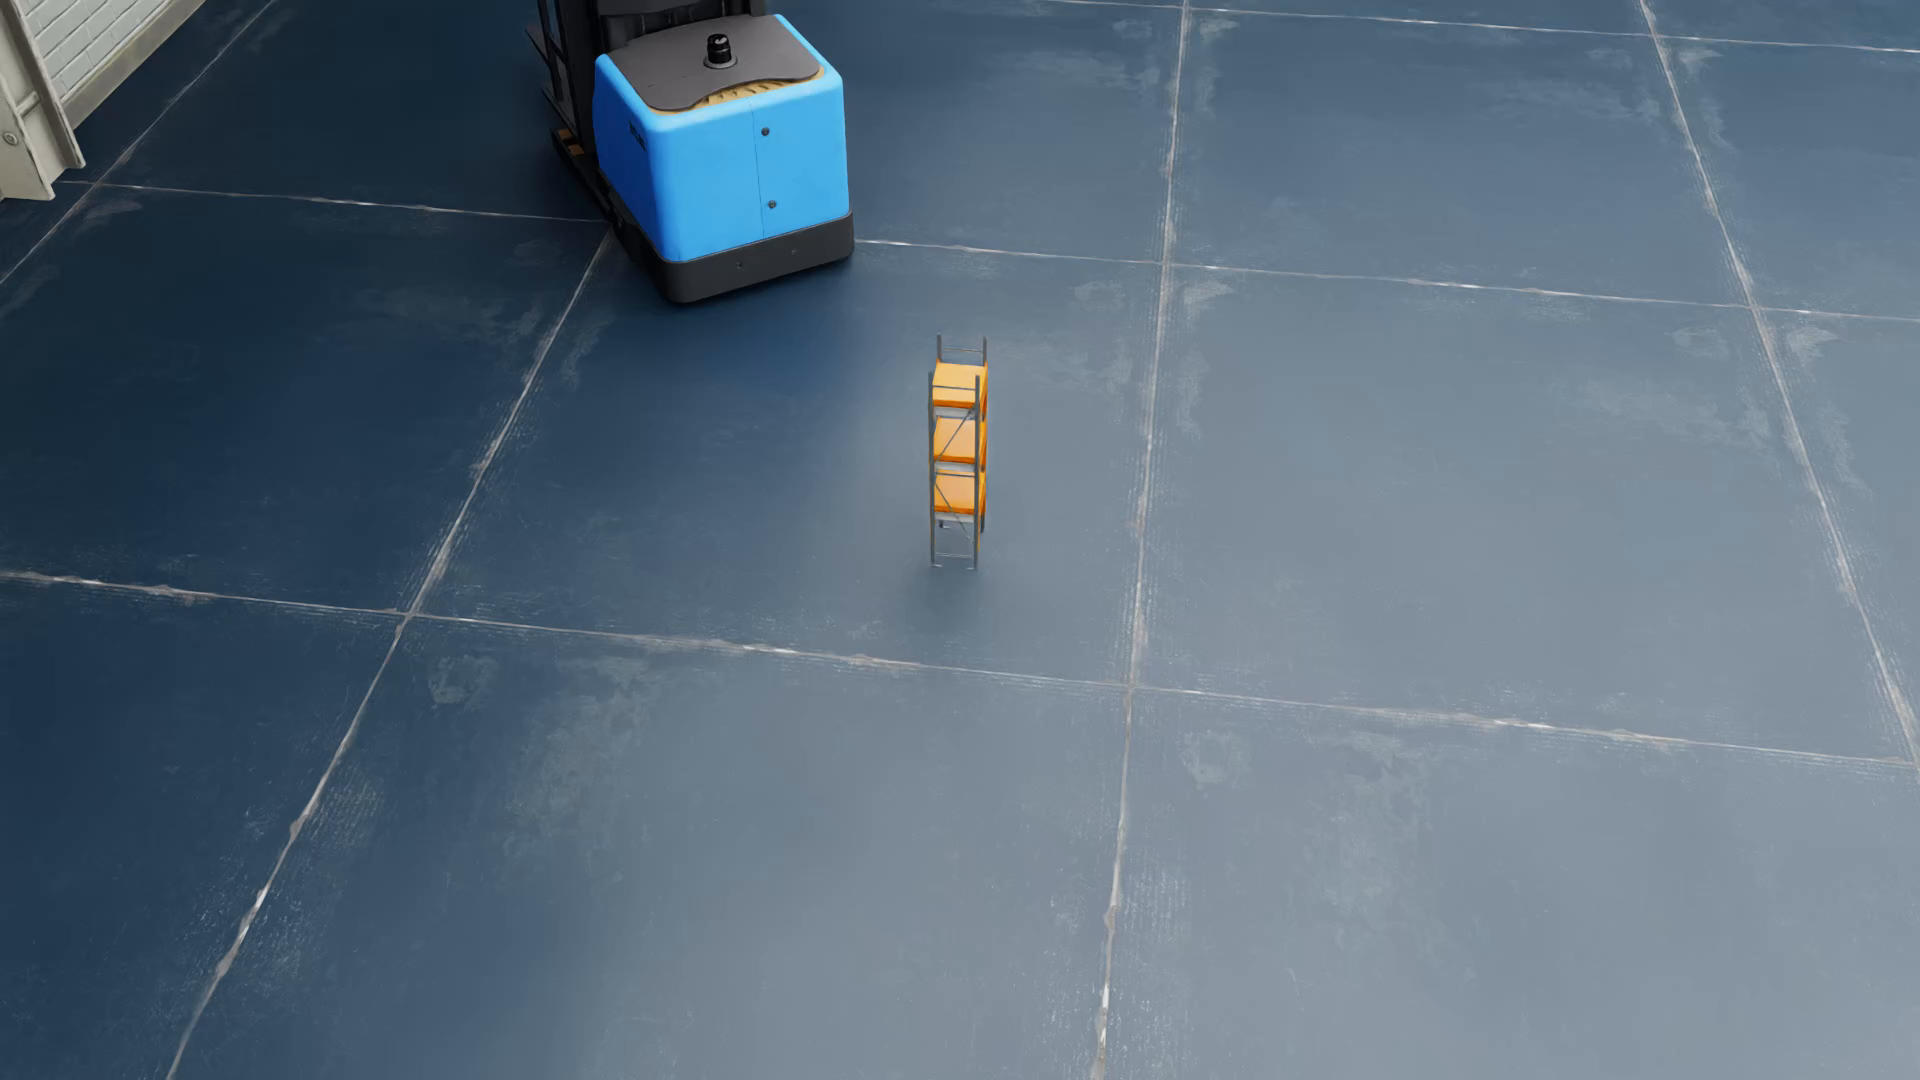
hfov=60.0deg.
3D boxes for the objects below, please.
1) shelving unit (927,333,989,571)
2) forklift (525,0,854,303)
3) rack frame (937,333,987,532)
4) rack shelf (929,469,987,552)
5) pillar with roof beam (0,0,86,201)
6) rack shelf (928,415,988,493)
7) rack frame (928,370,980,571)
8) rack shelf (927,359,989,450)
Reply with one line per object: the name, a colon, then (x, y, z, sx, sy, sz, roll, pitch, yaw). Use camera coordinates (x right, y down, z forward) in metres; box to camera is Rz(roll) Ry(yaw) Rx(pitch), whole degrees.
shelving unit: (-0.007, -0.345, 6.851, 0.215, 1.050, 0.252, 5, 44, 6)
forklift: (-1.688, -3.274, 8.576, 1.130, 2.935, 3.031, -20, 47, -20)
rack frame: (0.009, -0.428, 6.938, 0.200, 1.050, 0.008, 5, 44, 6)
rack shelf: (-0.007, -0.135, 7.049, 0.215, 0.259, 0.240, 5, 44, 6)
pillar with roof beam: (-0.914, -4.912, 5.892, 9.100, 9.000, 0.400, 5, 44, 6)
rack shelf: (-0.007, -0.337, 6.858, 0.215, 0.259, 0.240, 5, 44, 6)
rack frame: (-0.023, -0.262, 6.763, 0.200, 1.050, 0.008, 5, 44, 6)
rack shelf: (-0.007, -0.543, 6.663, 0.215, 0.259, 0.240, 5, 44, 6)
